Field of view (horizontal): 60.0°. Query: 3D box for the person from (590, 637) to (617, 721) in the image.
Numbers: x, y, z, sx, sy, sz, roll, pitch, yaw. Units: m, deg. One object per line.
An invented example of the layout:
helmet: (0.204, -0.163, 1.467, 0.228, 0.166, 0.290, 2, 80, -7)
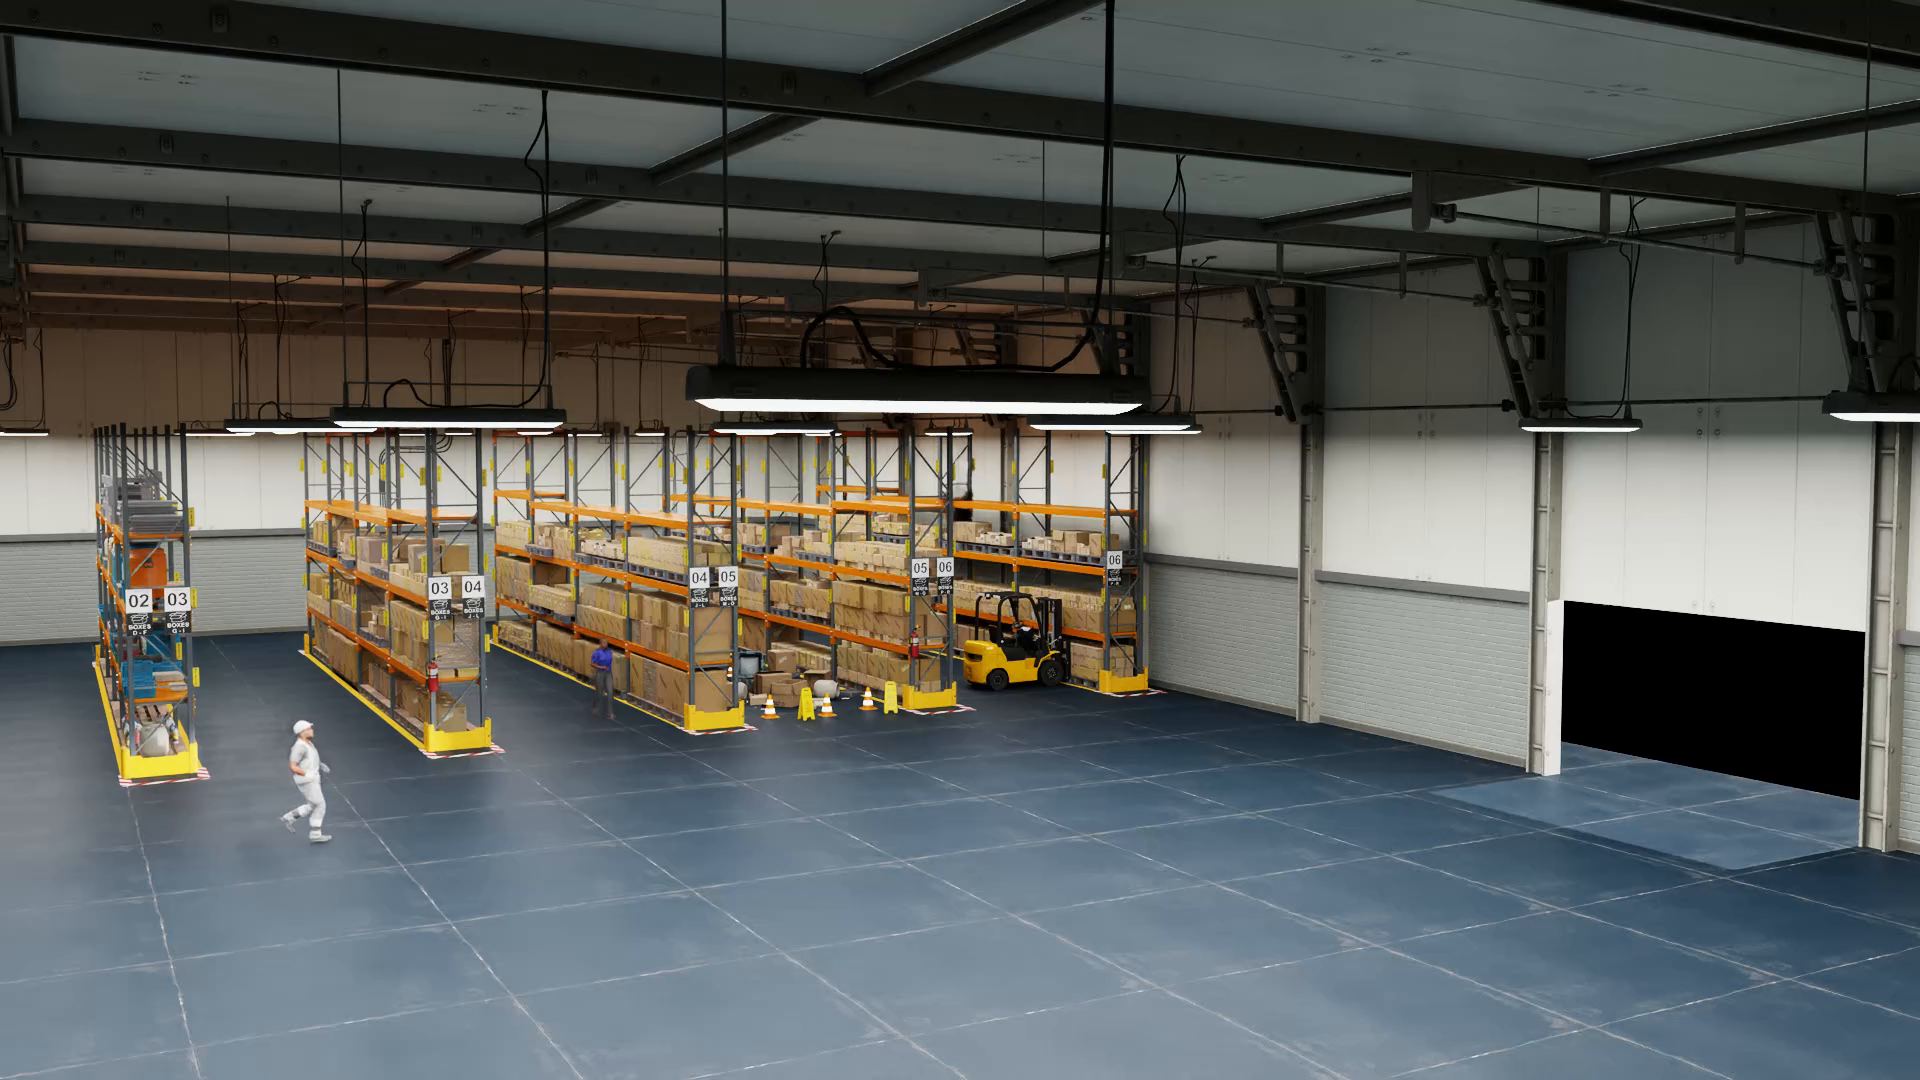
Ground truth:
person: (-7.339, 2.830, 34.133, 0.571, 1.687, 0.846, -3, 4, -37)

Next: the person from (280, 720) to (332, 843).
person: (-9.291, 3.424, 23.559, 0.709, 1.741, 0.659, -1, 4, -10)

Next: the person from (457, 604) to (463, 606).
person: (-13.785, 2.125, 45.316, 0.768, 1.745, 0.624, 0, 3, -4)
